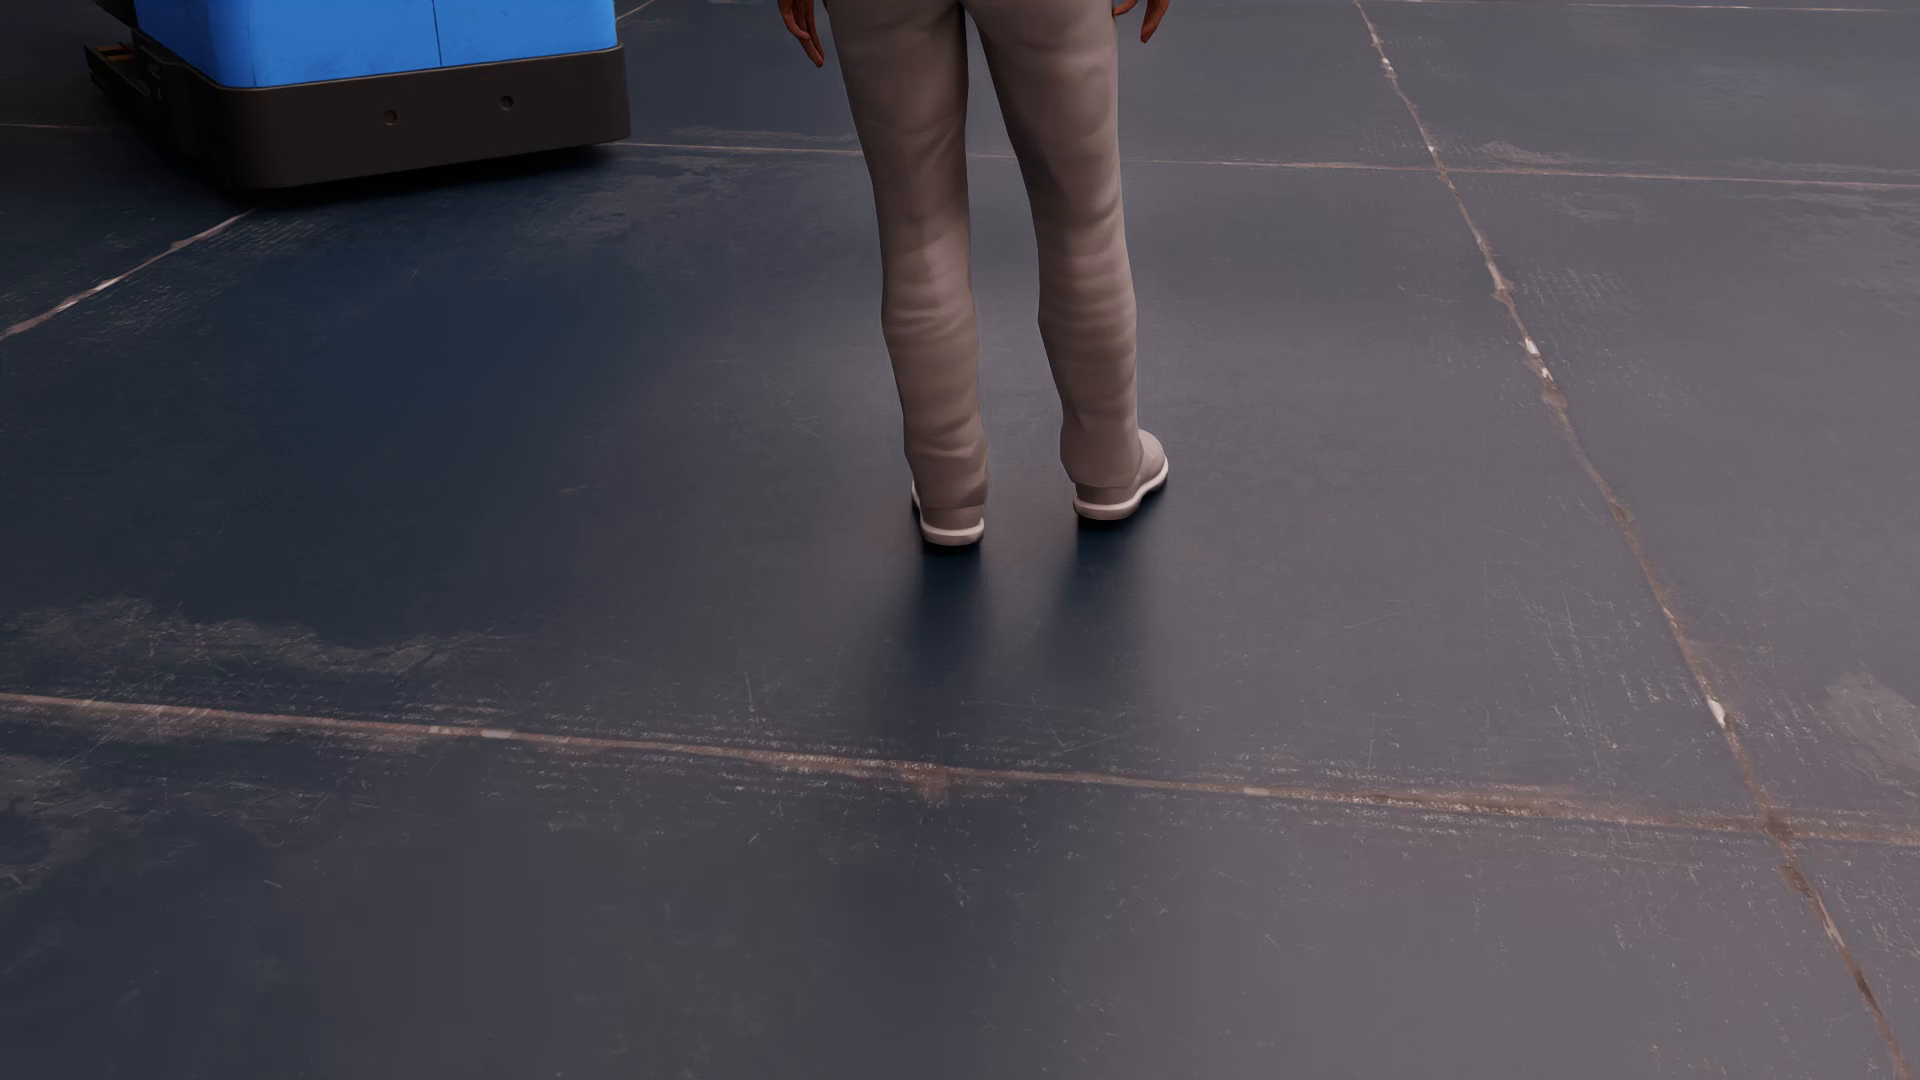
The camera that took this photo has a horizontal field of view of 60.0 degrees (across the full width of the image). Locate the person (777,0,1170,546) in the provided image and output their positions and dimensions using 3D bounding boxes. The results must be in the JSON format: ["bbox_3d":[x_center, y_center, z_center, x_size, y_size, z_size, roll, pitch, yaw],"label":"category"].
[{"bbox_3d":[0.030,-0.797,2.182,0.570,1.695,0.530,3,27,7],"label":"person"}]

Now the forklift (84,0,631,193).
[{"bbox_3d":[-2.153,-2.772,4.774,1.130,2.935,3.031,-17,31,-30],"label":"forklift"}]
